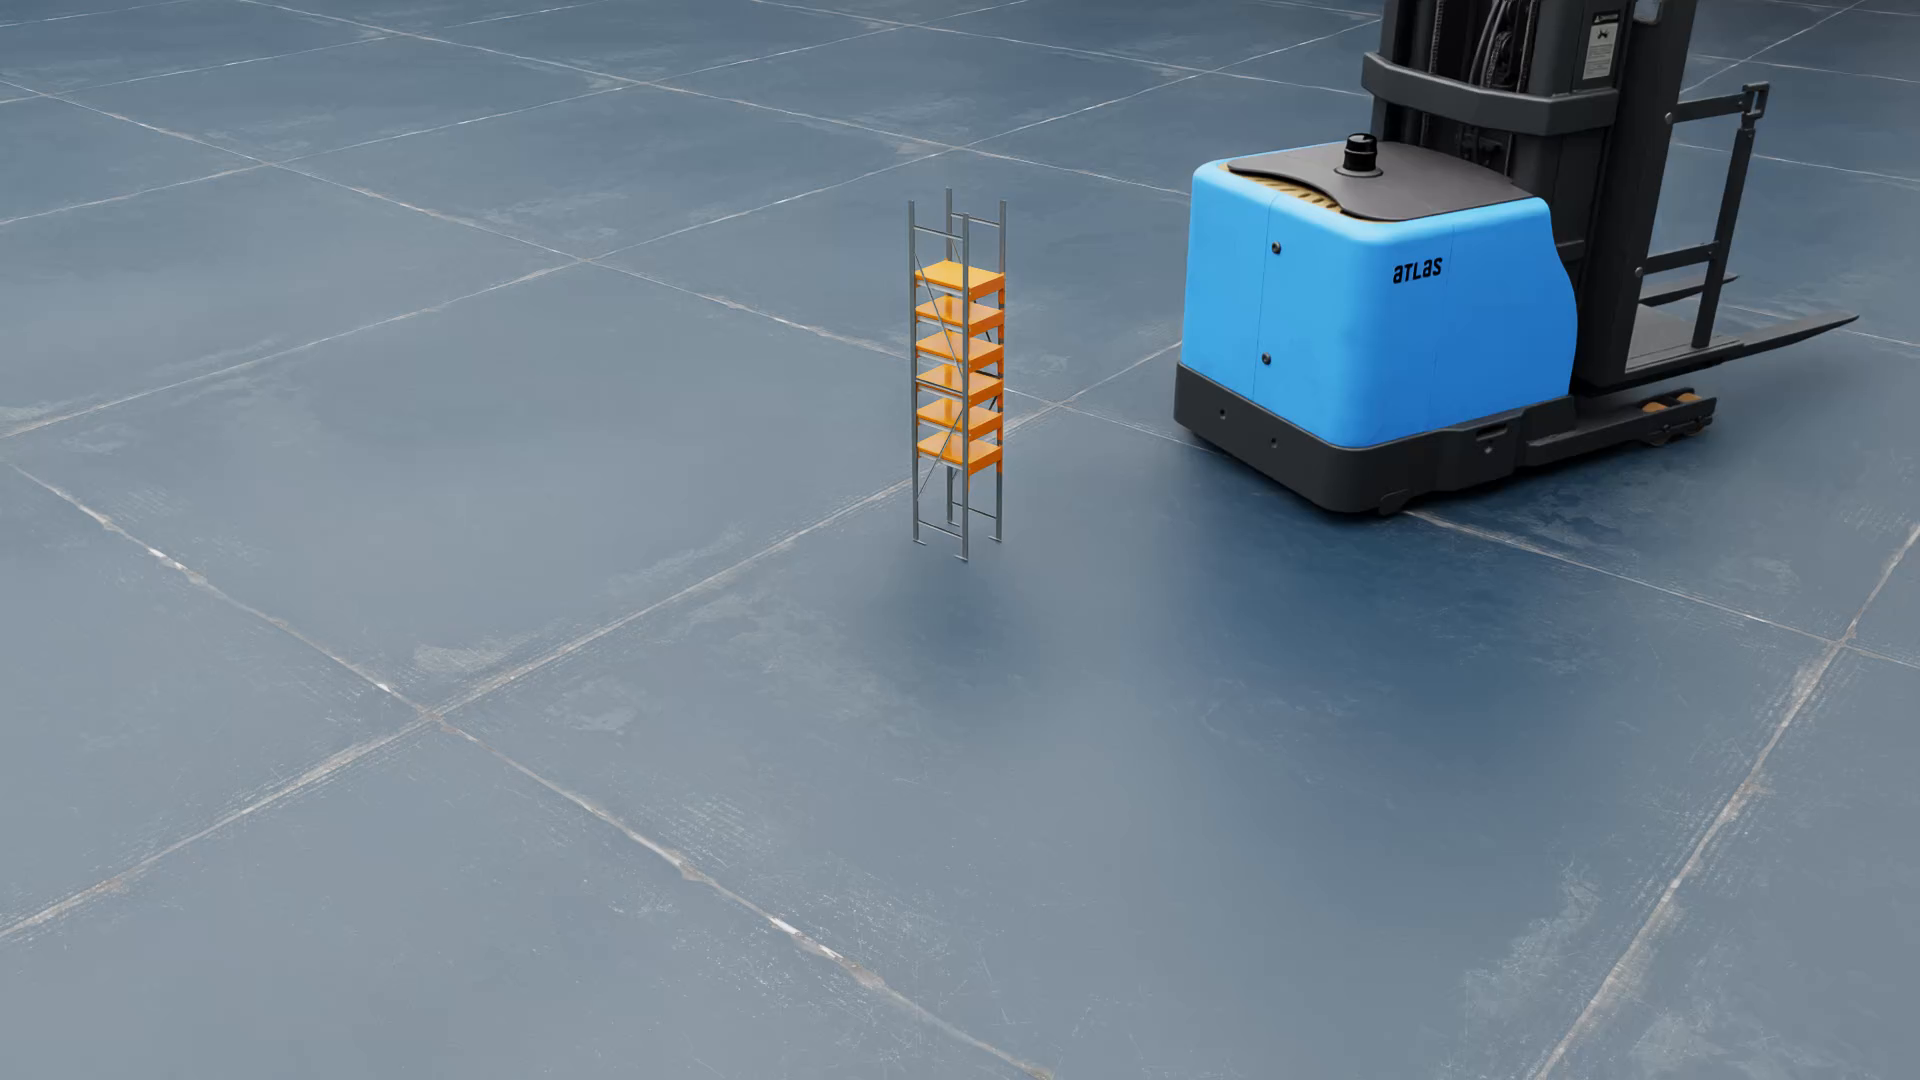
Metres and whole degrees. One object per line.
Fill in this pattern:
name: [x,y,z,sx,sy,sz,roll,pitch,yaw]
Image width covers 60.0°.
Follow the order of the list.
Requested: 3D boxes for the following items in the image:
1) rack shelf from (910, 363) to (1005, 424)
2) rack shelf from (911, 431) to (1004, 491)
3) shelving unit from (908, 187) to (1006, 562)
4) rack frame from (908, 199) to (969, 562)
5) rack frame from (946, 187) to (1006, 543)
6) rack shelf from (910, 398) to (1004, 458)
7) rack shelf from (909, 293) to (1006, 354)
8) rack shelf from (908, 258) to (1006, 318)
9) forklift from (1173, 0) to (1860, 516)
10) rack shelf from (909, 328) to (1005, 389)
rack shelf: [-0.009,-0.488,5.485,0.258,0.103,0.180,21,34,34]
rack shelf: [-0.009,-0.275,5.595,0.258,0.103,0.180,21,34,34]
shelving unit: [-0.009,-0.528,5.464,0.258,1.200,0.189,21,34,34]
rack frame: [-0.067,-0.495,5.402,0.240,1.200,0.006,21,34,34]
rack frame: [0.049,-0.560,5.527,0.240,1.200,0.006,21,34,34]
rack shelf: [-0.009,-0.382,5.540,0.258,0.103,0.180,21,34,34]
rack shelf: [-0.009,-0.701,5.375,0.258,0.103,0.180,21,34,34]
rack shelf: [-0.009,-0.808,5.319,0.258,0.103,0.180,21,34,34]
forklift: [2.376,-1.864,6.163,3.031,2.935,1.130,-14,31,-26]
rack shelf: [-0.009,-0.595,5.430,0.258,0.103,0.180,21,34,34]
